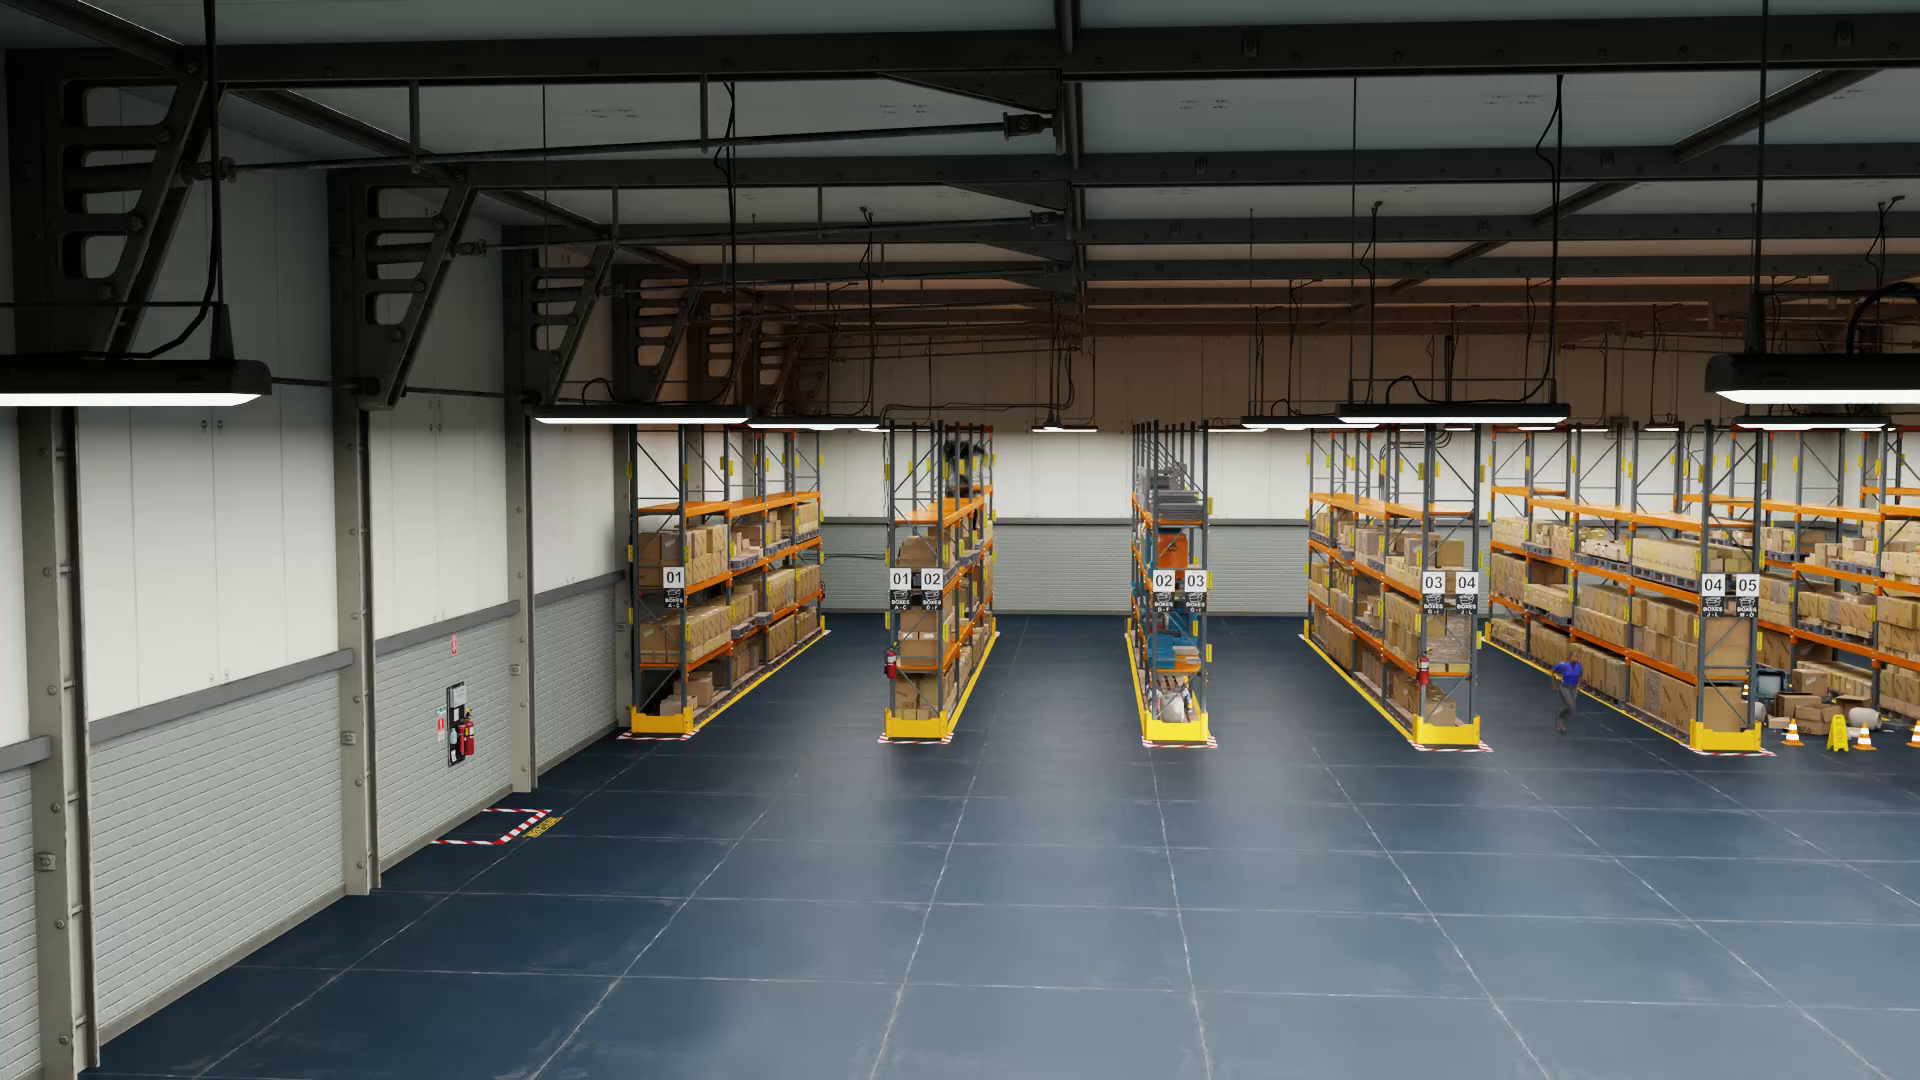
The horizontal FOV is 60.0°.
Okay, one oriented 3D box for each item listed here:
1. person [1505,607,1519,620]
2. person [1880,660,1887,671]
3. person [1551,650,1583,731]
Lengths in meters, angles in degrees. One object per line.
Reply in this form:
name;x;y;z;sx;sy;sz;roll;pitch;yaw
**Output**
person;15.773;1.853;47.371;0.849;1.765;0.683;-1;4;-11
person;21.300;2.429;38.048;0.670;1.778;0.991;0;4;6
person;11.682;2.900;31.886;0.532;1.562;0.706;-1;4;-18
